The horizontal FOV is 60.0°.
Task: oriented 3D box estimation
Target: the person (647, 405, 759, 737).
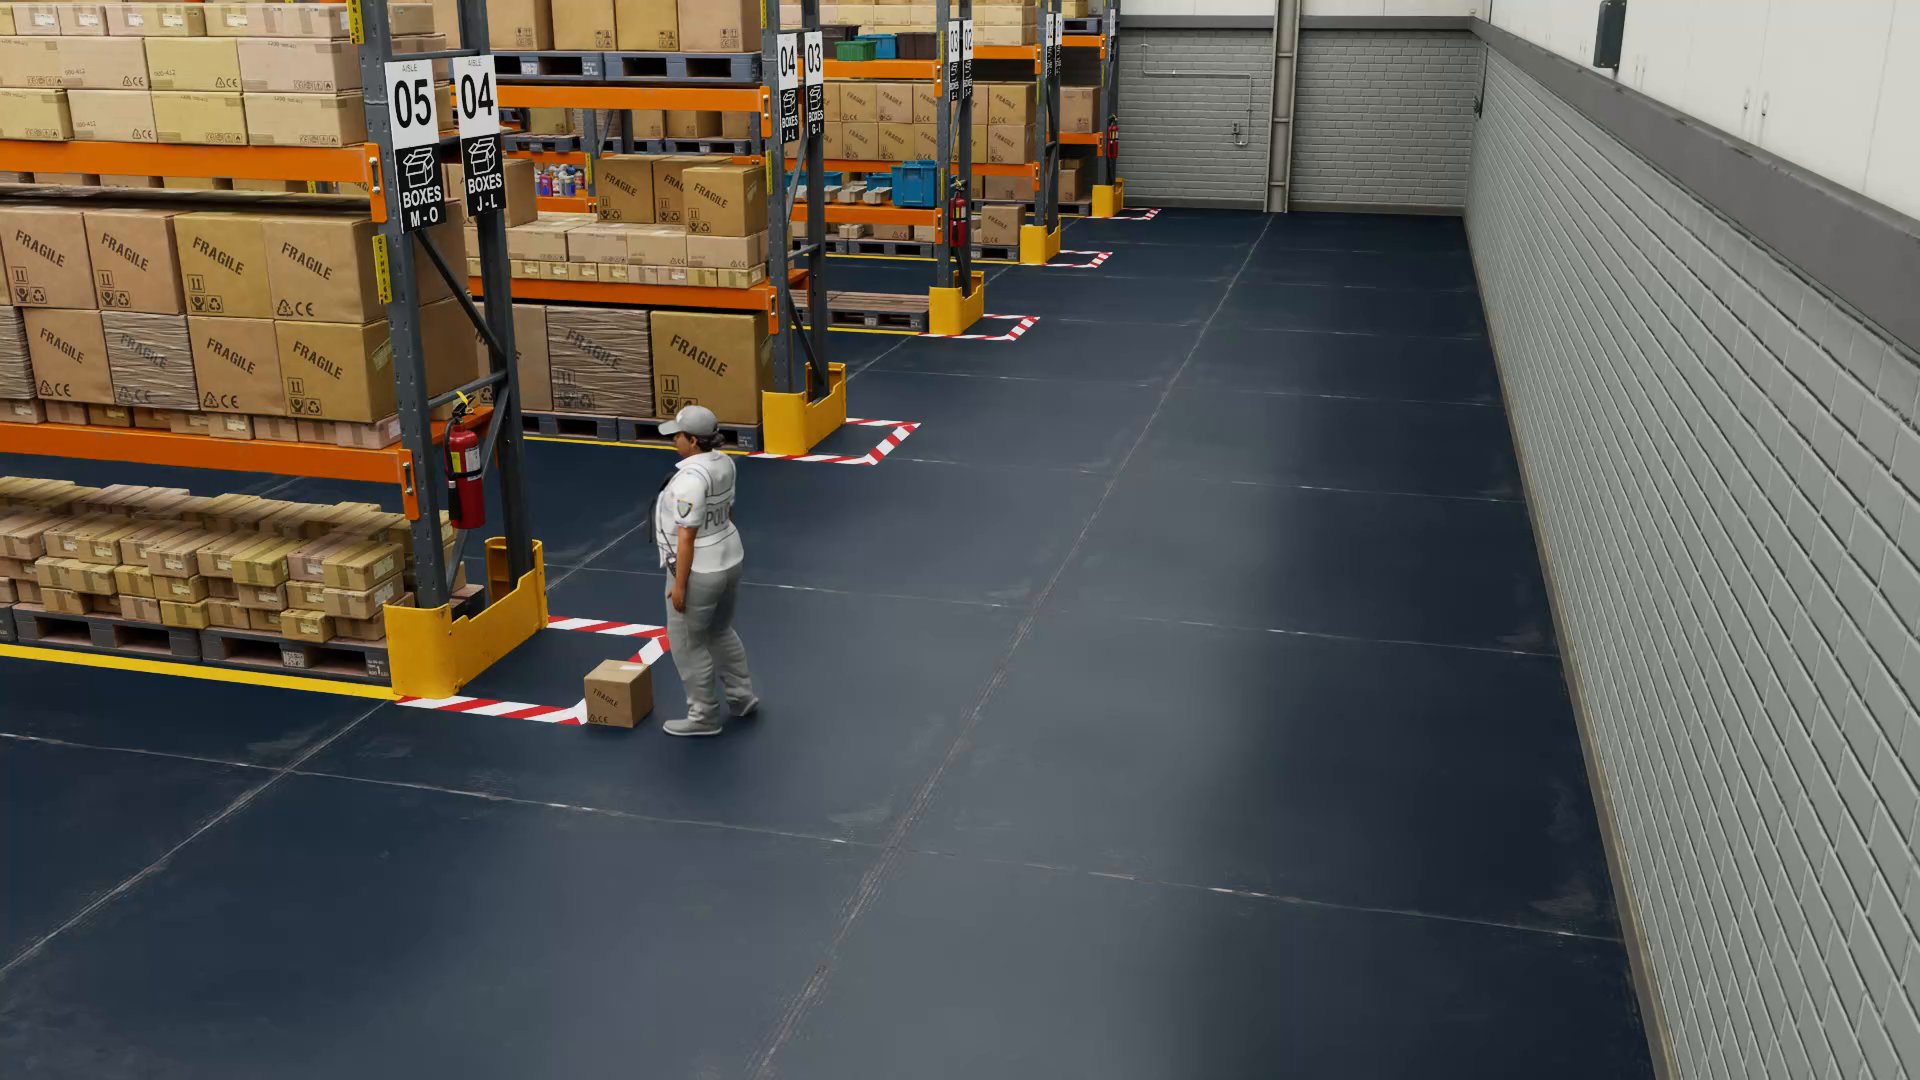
[{"bbox_3d":[-1.265,0.199,8.131,0.388,1.761,0.497,5,19,15],"label":"person"}]
